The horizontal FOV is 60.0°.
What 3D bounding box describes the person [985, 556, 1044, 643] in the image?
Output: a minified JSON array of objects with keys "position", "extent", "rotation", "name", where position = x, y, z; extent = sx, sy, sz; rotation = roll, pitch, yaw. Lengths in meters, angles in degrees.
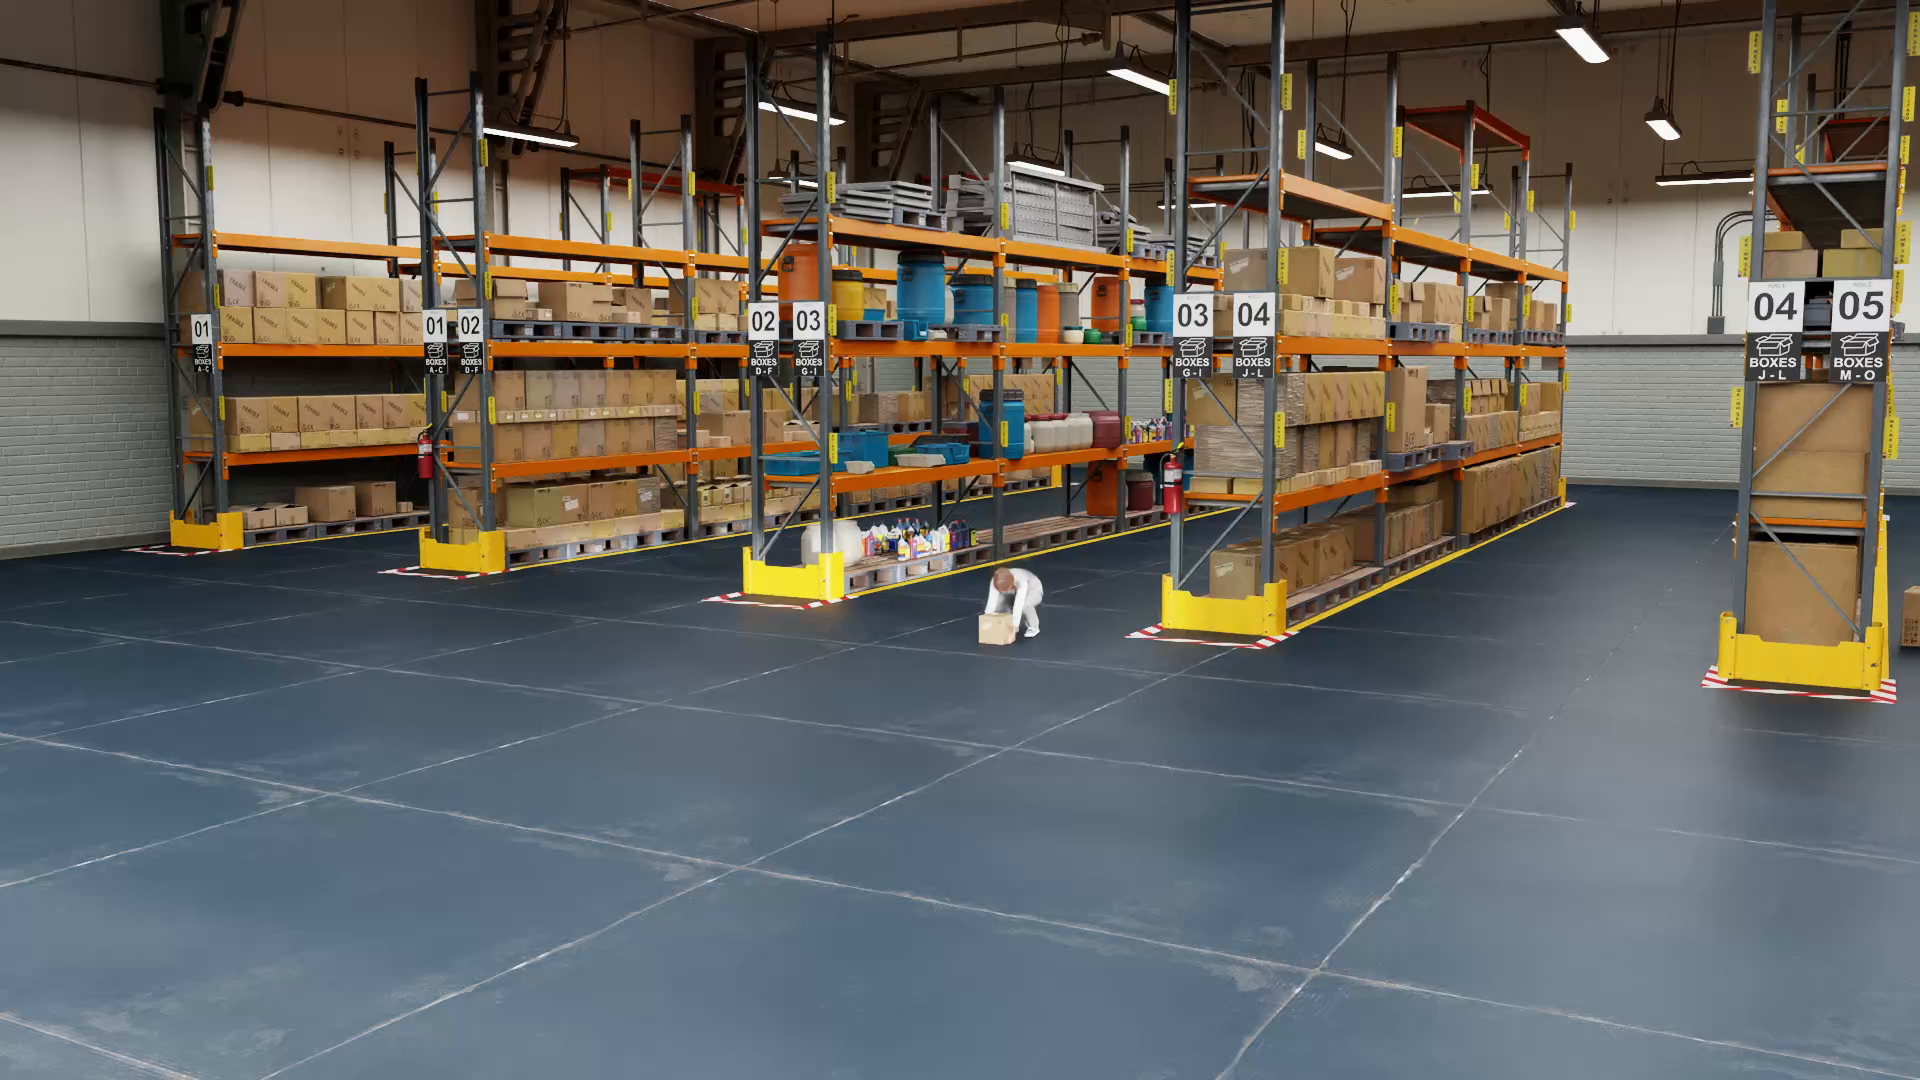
[{"position":[0.509,0.549,15.539],"extent":[0.428,0.768,0.873],"rotation":[3,7,27],"name":"person"}]
